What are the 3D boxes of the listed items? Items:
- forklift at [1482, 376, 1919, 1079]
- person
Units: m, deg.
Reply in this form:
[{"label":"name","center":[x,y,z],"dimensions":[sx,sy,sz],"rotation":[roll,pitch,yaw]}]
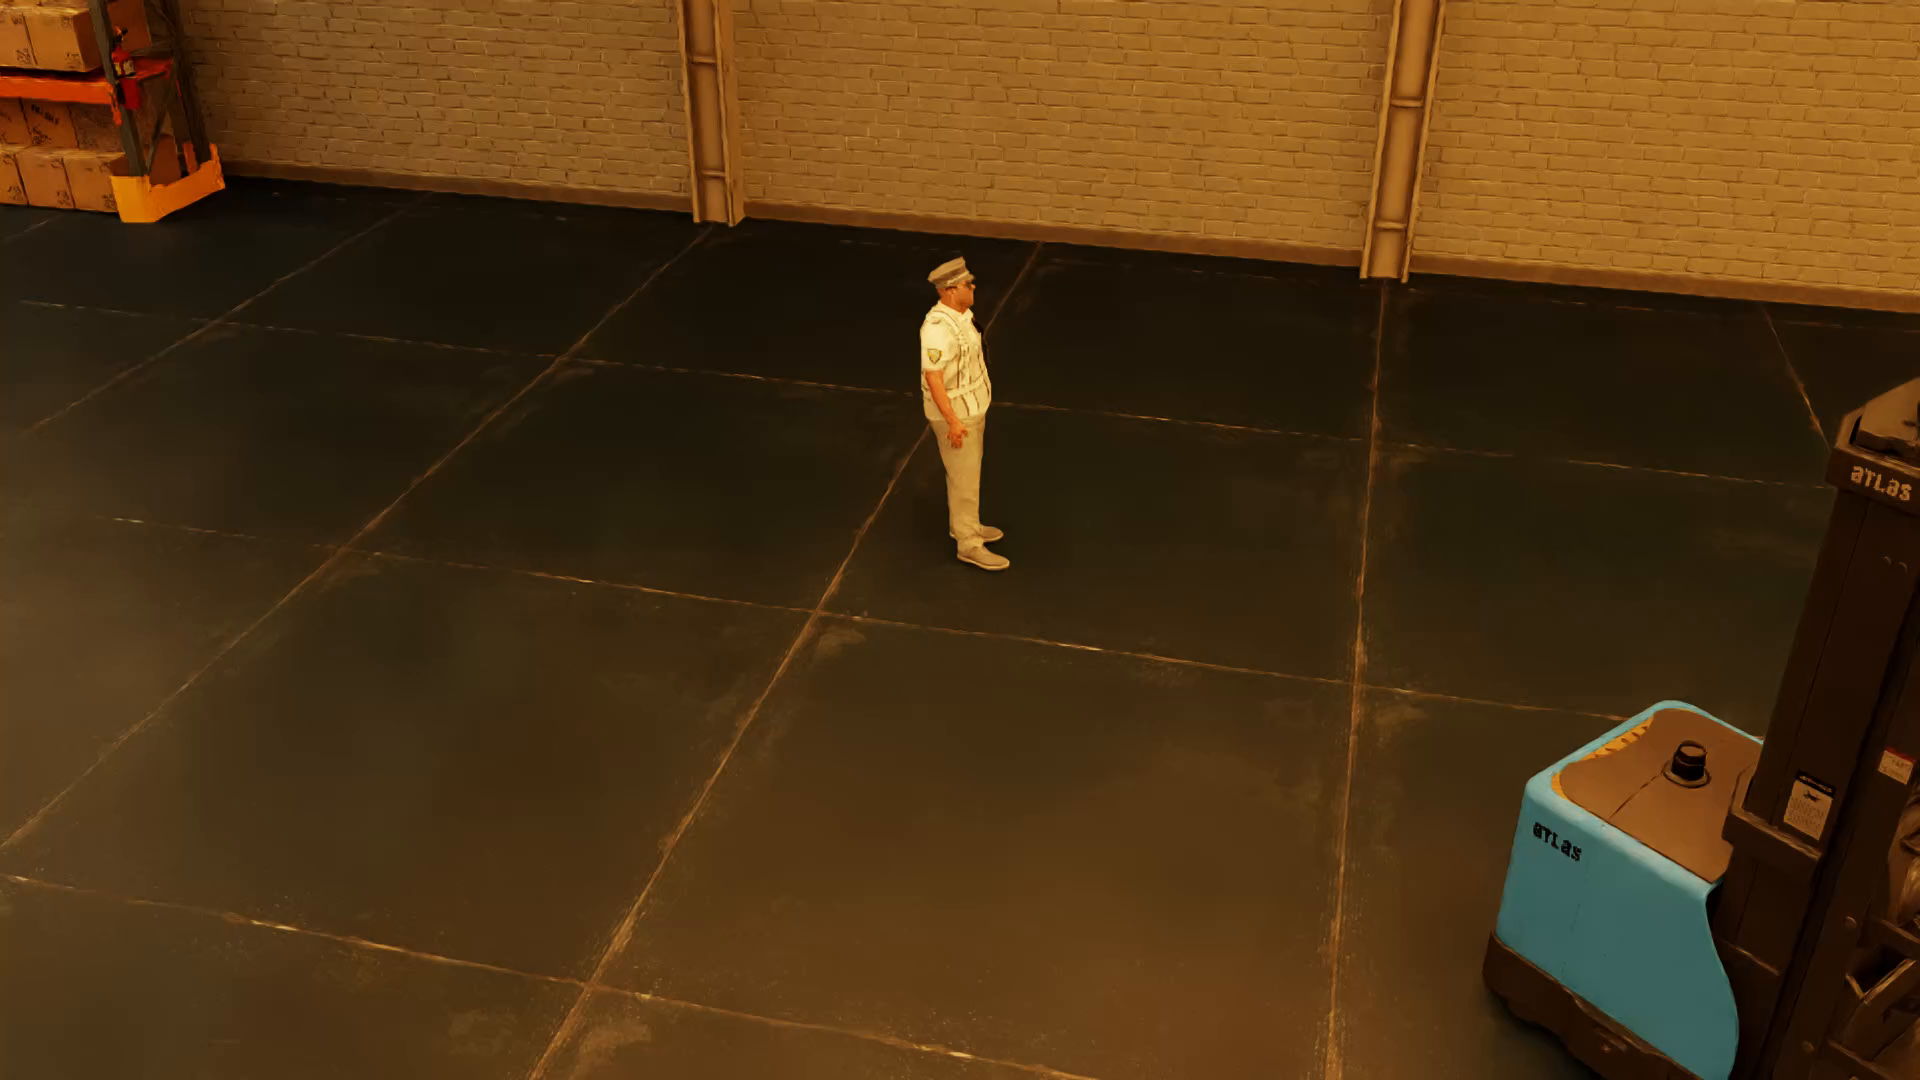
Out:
[{"label":"forklift","center":[3.430,1.018,5.372],"dimensions":[1.130,2.935,3.031],"rotation":[-20,35,-31]},{"label":"person","center":[0.073,-0.767,9.674],"dimensions":[0.574,1.781,0.640],"rotation":[7,30,12]}]
